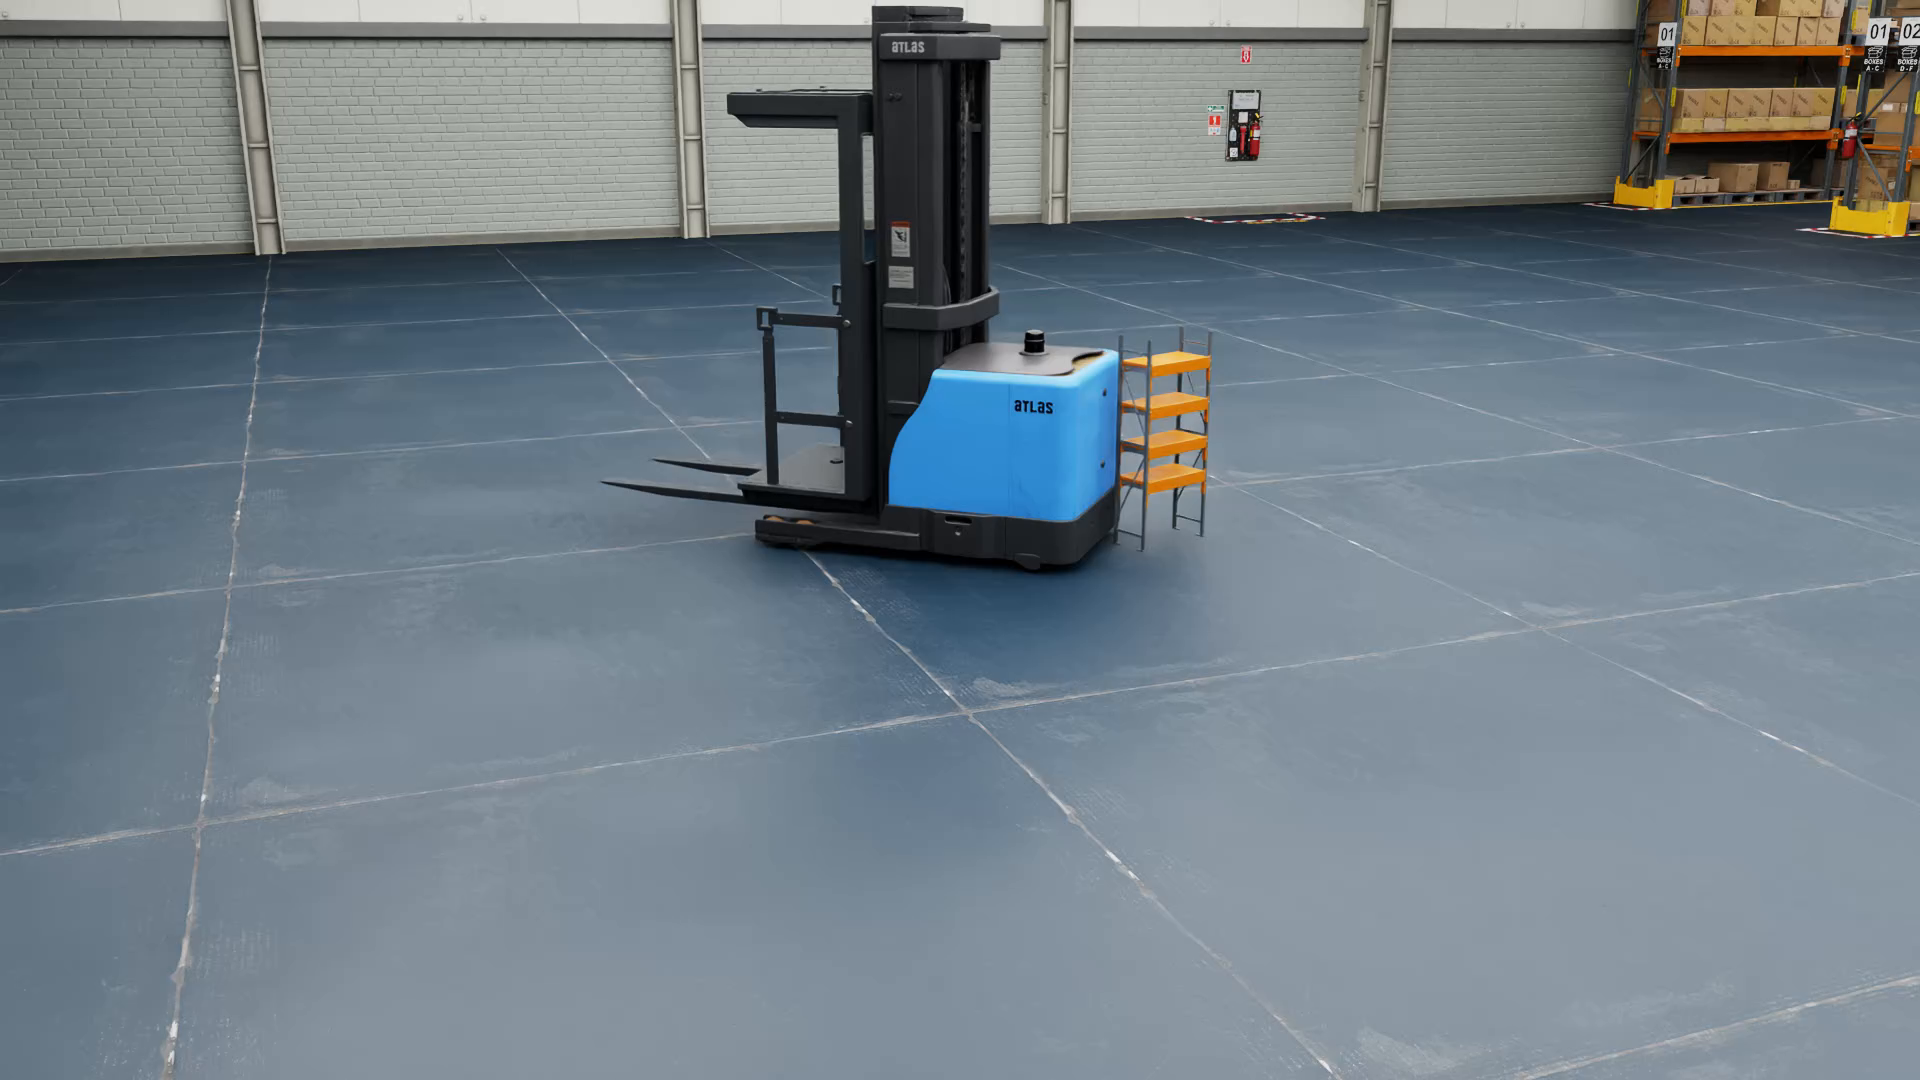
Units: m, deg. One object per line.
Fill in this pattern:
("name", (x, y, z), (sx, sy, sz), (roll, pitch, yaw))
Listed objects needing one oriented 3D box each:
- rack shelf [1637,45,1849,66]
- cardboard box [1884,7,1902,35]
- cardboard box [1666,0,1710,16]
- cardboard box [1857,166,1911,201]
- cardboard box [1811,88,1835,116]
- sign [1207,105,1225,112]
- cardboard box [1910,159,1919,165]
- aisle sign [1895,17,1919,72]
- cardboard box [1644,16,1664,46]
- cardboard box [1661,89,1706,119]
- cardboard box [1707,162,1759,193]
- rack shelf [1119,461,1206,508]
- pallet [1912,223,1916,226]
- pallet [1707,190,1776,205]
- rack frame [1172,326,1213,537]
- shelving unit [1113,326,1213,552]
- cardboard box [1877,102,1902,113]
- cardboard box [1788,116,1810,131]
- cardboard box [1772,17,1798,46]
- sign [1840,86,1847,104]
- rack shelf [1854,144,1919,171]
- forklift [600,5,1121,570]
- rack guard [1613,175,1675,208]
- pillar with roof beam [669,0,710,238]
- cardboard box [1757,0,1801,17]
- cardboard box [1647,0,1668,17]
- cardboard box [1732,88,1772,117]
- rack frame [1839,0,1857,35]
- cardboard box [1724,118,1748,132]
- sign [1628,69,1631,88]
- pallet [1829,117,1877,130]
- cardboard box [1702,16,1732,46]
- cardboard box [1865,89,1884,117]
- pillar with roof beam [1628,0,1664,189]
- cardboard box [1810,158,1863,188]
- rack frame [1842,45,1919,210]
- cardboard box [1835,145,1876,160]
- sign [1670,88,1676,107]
("rack shelf", (14.301, -8.864, 30.414), (4.000, 0.370, 1.077), (-6, 17, -20))
("cardboard box", (17.860, -9.819, 31.465), (0.500, 0.500, 0.500), (-7, 18, -22))
("cardboard box", (12.880, -9.520, 29.382), (0.500, 0.500, 0.500), (-8, 18, -24))
("cardboard box", (14.604, -5.640, 26.284), (0.500, 0.500, 0.500), (-6, 17, -20))
("cardboard box", (15.838, -8.140, 30.895), (0.500, 0.500, 0.500), (-6, 17, -20))
("sign", (4.308, -7.264, 28.006), (0.331, 0.109, 0.001), (-6, 17, -20))
("cardboard box", (18.274, -7.222, 32.522), (0.500, 0.500, 0.700), (-6, 17, -20))
("aisle sign", (14.258, -7.426, 24.948), (0.004, 0.787, 0.394), (-6, 17, -20))
("cardboard box", (12.733, -9.174, 29.979), (0.500, 0.500, 0.500), (-5, 17, -16))
("cardboard box", (12.987, -7.835, 29.855), (0.500, 0.500, 0.500), (-6, 17, -20))
("cardboard box", (14.347, -6.745, 30.898), (0.500, 0.500, 0.700), (-7, 18, -24))
("rack shelf", (1.149, -0.321, 9.507), (0.480, 0.148, 0.258), (-13, 21, -38))
("pallet", (16.046, -5.138, 26.719), (1.213, 0.211, 1.003), (-6, 17, -20))
("pallet", (14.413, -6.433, 31.130), (1.213, 0.211, 1.003), (-6, 17, -20))
("rack frame", (1.336, -0.621, 9.582), (0.015, 1.200, 0.240), (-13, 21, -38))
("shelving unit", (1.149, -0.577, 9.432), (0.503, 1.200, 0.258), (-13, 21, -38))
("cardboard box", (14.498, -6.714, 25.808), (0.250, 0.149, 0.380), (-6, 18, -21))
("cardboard box", (15.367, -7.734, 30.842), (0.500, 0.250, 0.500), (-6, 17, -20))
("cardboard box", (14.805, -9.239, 30.201), (0.500, 0.500, 0.500), (-7, 18, -22))
("sign", (16.370, -8.245, 30.816), (0.005, 0.325, 0.100), (-6, 17, -20))
("rack shelf", (16.077, -6.122, 26.399), (4.000, 0.370, 1.077), (-6, 17, -20))
("forklift", (-0.635, -1.483, 9.448), (3.031, 2.935, 1.130), (6, 17, 20))
("rack guard", (12.505, -6.377, 30.426), (0.348, 0.500, 1.175), (-6, 17, -20))
("pillar with roof beam", (-2.490, -7.798, 20.181), (0.400, 9.000, 9.100), (-6, 17, -20))
("cardboard box", (14.806, -9.713, 30.040), (0.500, 0.500, 0.500), (-7, 18, -22))
("cardboard box", (12.743, -9.657, 29.850), (0.500, 0.500, 0.500), (-5, 17, -18))
("cardboard box", (14.415, -7.988, 30.376), (0.500, 0.500, 0.500), (-6, 17, -18))
("rack frame", (16.169, -10.850, 30.576), (0.127, 3.000, 1.000), (-6, 17, -20))
("cardboard box", (13.961, -7.578, 30.310), (0.500, 0.250, 0.500), (-6, 18, -21))
("sign", (12.254, -8.424, 30.345), (0.005, 0.325, 0.100), (-6, 17, -20))
("pallet", (16.935, -7.919, 31.581), (1.213, 0.211, 1.003), (-6, 17, -20))
("cardboard box", (13.350, -9.078, 29.652), (0.500, 0.500, 0.500), (-5, 17, -16))
("cardboard box", (17.181, -8.328, 31.675), (0.500, 0.500, 0.700), (-4, 17, -14))
("pillar with roof beam", (14.318, -9.613, 26.361), (0.400, 9.000, 9.100), (-6, 17, -20))
("cardboard box", (16.850, -7.062, 31.979), (0.500, 0.500, 0.700), (-6, 17, -18))
("rack frame", (14.210, -6.266, 25.611), (0.127, 3.000, 1.000), (-6, 17, -20))
("cardboard box", (17.260, -7.467, 32.028), (0.500, 0.250, 0.500), (-7, 18, -21))
("sign", (12.628, -7.841, 29.440), (0.005, 0.325, 0.100), (-6, 17, -20))
